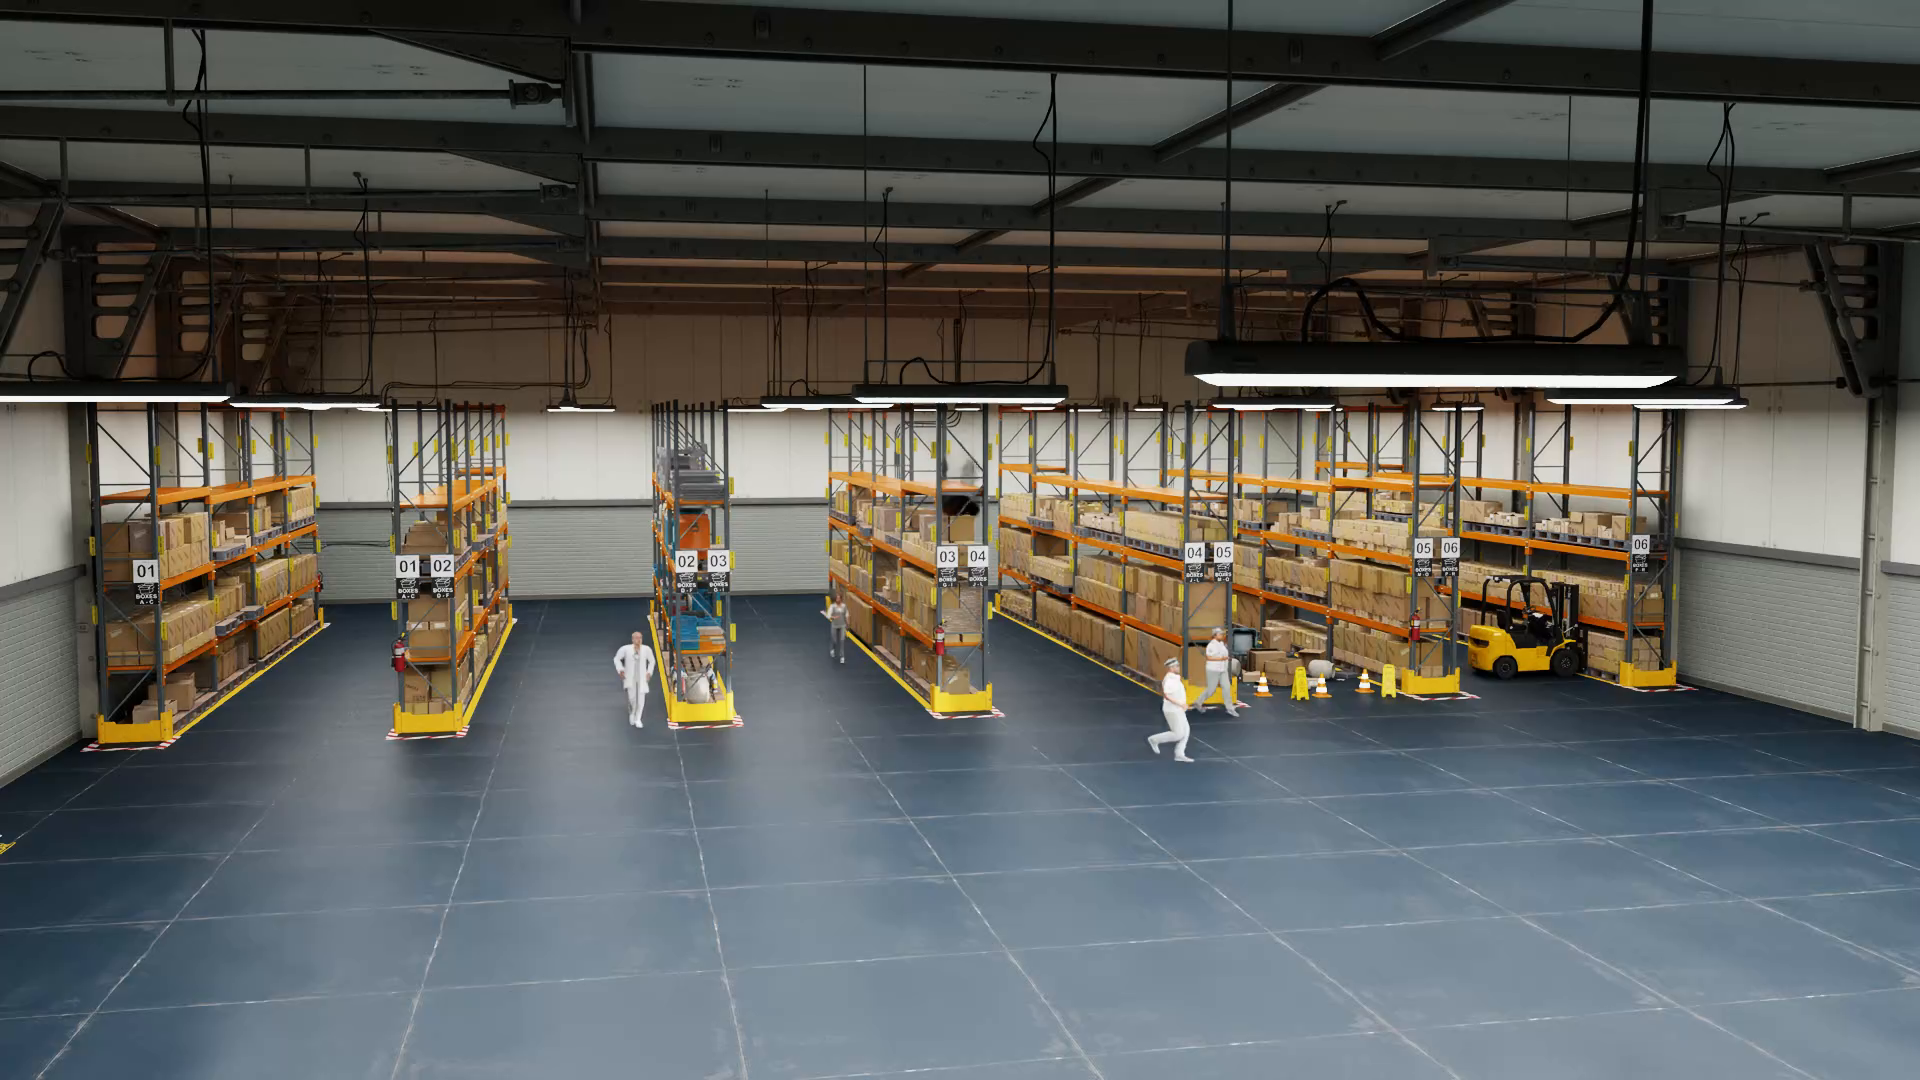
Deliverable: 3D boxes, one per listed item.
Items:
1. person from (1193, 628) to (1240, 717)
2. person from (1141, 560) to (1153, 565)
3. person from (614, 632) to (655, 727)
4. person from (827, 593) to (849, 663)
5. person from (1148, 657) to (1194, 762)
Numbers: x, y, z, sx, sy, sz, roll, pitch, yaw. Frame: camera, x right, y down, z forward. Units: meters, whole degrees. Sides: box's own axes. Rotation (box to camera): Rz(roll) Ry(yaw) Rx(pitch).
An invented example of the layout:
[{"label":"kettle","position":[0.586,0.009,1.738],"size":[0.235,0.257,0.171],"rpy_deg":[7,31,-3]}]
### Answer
[{"label":"person","position":[4.865,2.499,31.506],"size":[0.926,1.679,0.608],"rpy_deg":[4,6,40]},{"label":"person","position":[5.729,1.057,51.006],"size":[0.867,1.655,0.644],"rpy_deg":[0,4,6]},{"label":"person","position":[-5.933,2.561,30.468],"size":[0.737,1.743,0.570],"rpy_deg":[-1,5,-19]},{"label":"person","position":[-2.812,2.027,38.471],"size":[0.545,1.562,0.871],"rpy_deg":[-1,4,-16]},{"label":"person","position":[3.485,2.792,27.420],"size":[0.752,1.757,0.663],"rpy_deg":[1,4,11]}]
